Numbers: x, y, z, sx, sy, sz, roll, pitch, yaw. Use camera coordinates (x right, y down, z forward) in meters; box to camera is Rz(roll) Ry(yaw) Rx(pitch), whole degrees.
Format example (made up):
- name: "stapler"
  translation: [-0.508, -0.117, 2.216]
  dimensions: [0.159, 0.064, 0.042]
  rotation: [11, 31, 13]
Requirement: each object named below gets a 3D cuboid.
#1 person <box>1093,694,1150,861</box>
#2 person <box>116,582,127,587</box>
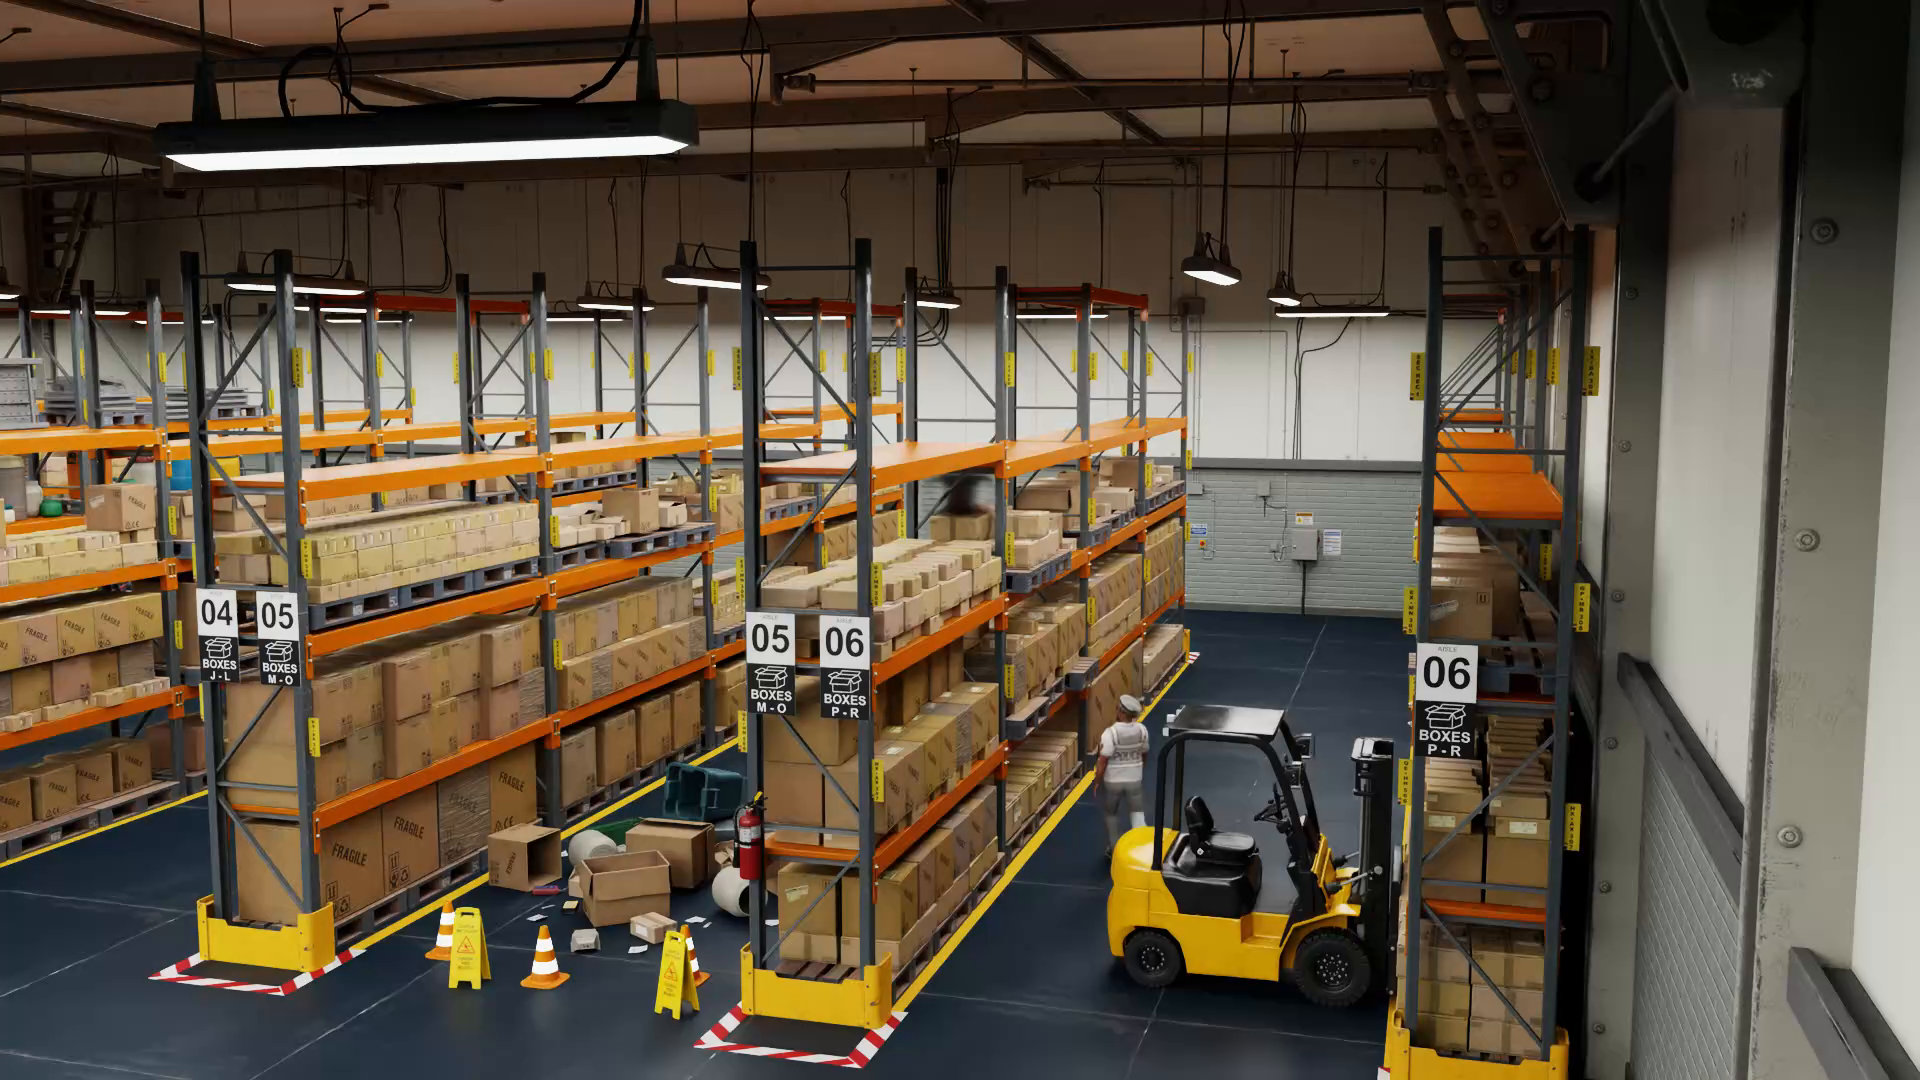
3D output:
- name: "person"
  translation: [1.632, 2.421, 16.799]
  dimensions: [0.586, 1.752, 0.762]
  rotation: [-1, 6, -8]
- name: "person"
  translation: [-18.061, 0.396, 35.613]
  dimensions: [0.394, 1.553, 0.900]
  rotation: [1, 6, 9]
